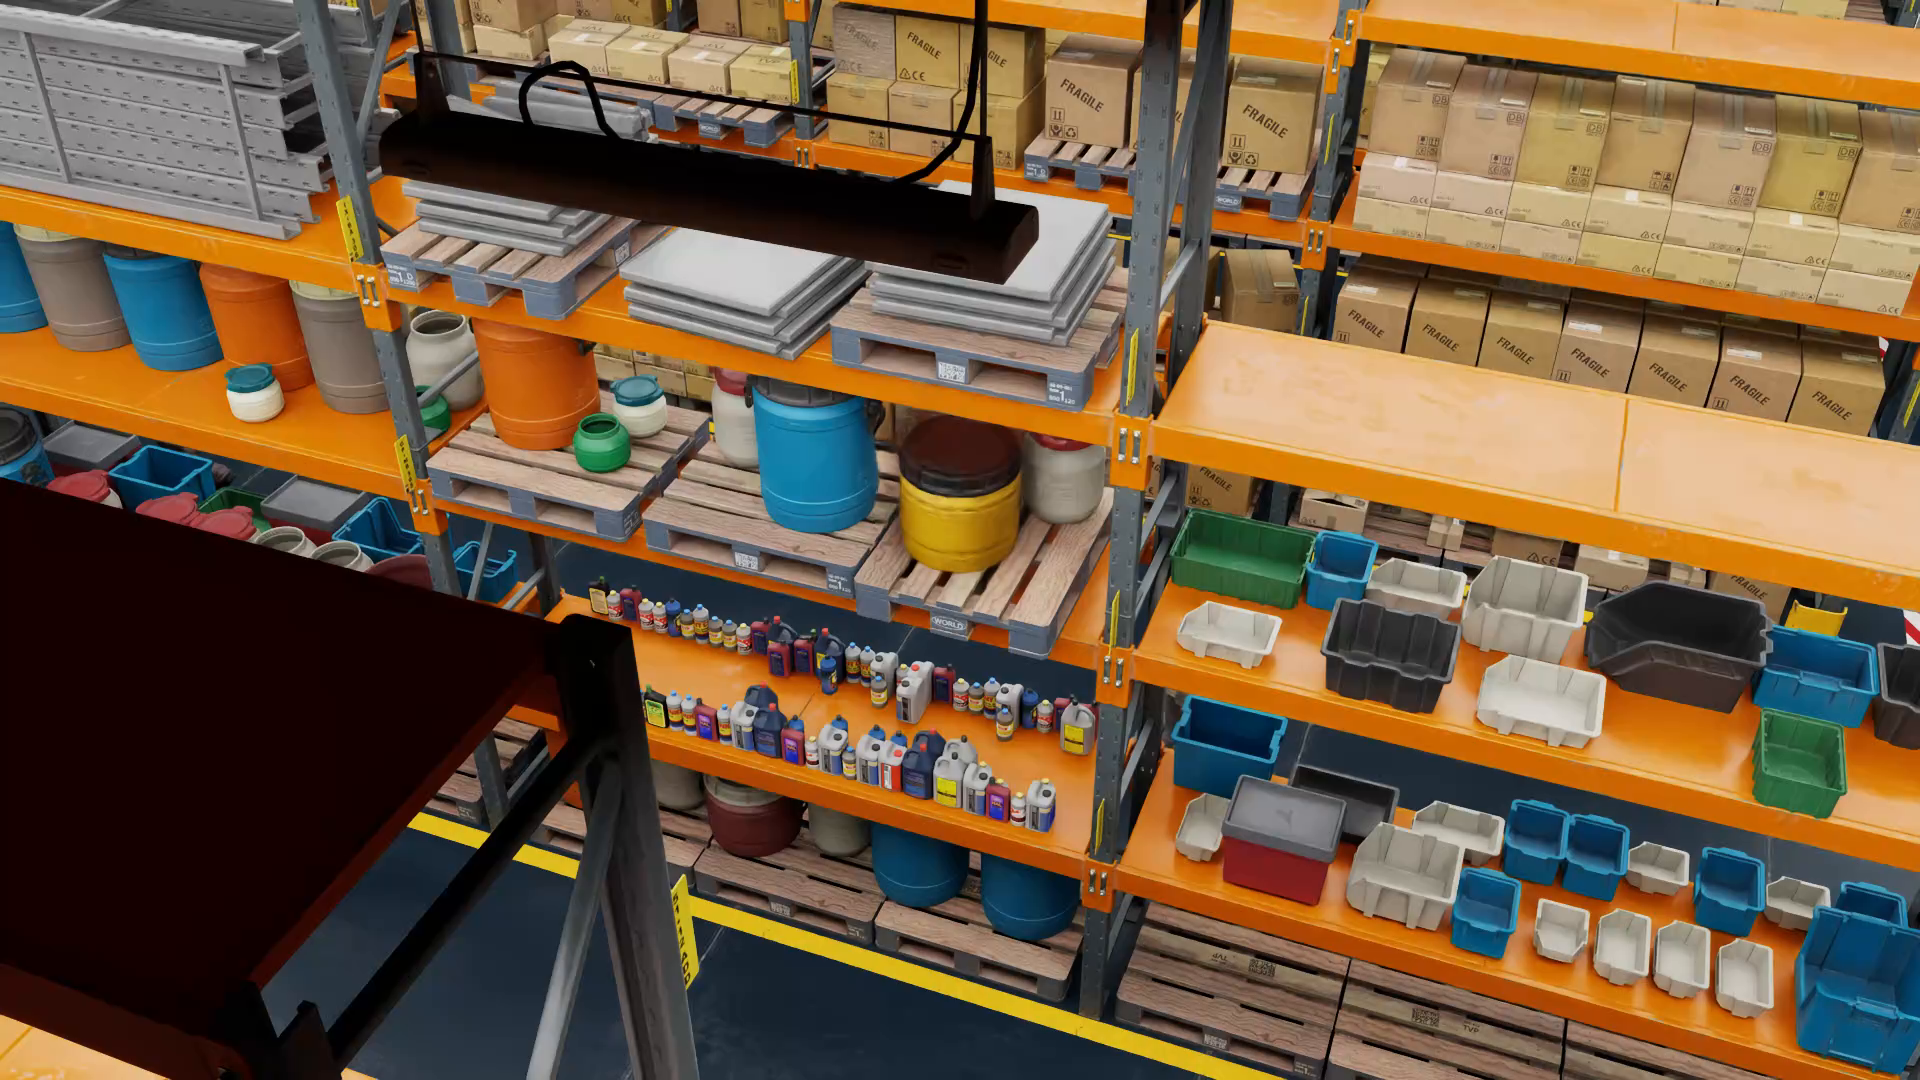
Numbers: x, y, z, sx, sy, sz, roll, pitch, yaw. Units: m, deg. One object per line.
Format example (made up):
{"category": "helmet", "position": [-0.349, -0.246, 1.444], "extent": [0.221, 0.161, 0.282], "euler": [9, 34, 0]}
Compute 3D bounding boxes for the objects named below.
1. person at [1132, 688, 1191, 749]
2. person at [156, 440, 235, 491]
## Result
{"category": "person", "position": [1.387, 0.892, 10.689], "extent": [0.511, 1.768, 0.567], "euler": [3, 37, 5]}
{"category": "person", "position": [-6.273, -1.057, 13.403], "extent": [0.581, 1.709, 0.620], "euler": [1, 36, 1]}
